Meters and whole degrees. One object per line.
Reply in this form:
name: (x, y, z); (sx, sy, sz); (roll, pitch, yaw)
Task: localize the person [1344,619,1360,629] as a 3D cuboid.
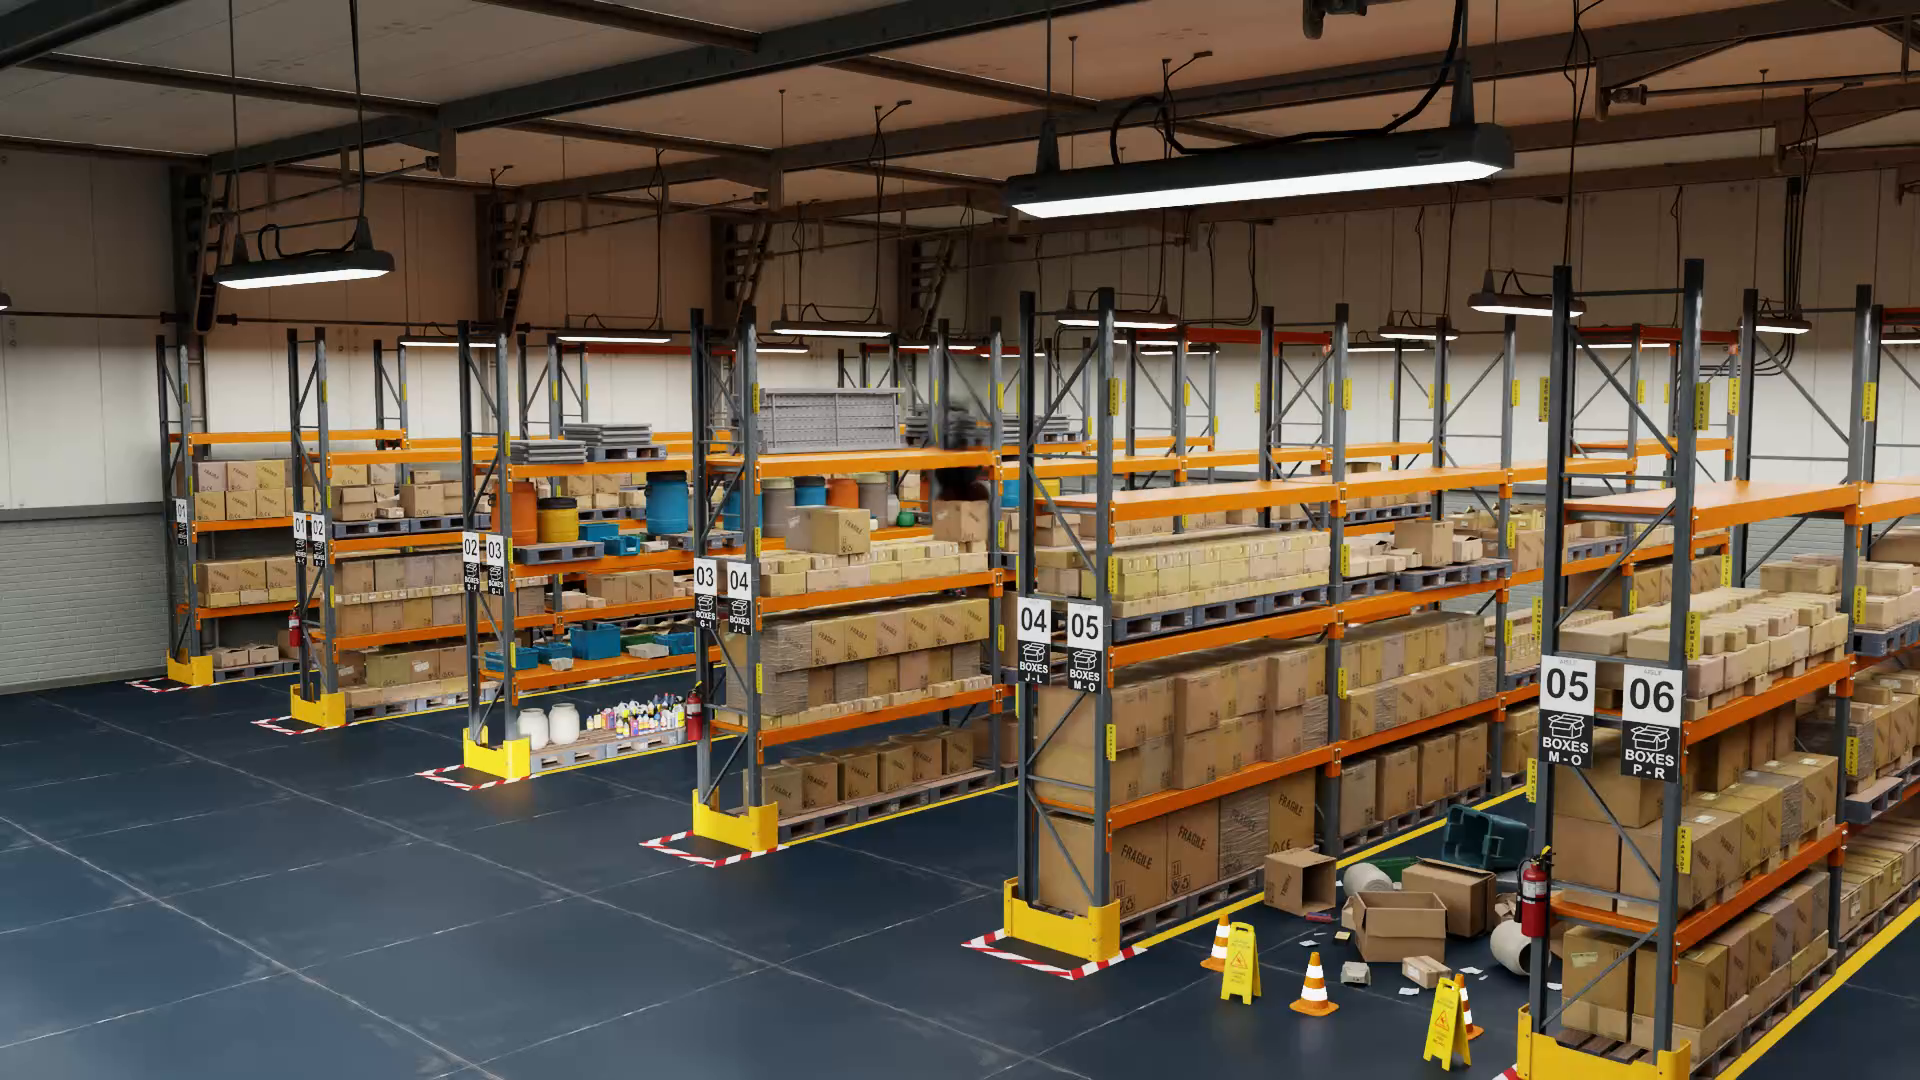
person: (5.799, 1.901, 25.164); (0.672, 1.819, 0.928); (4, 7, 39)

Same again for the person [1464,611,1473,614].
person: (7.717, 1.945, 25.192); (0.669, 1.745, 0.693); (-4, 7, -38)

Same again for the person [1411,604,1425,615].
person: (7.235, 1.844, 26.476); (0.583, 1.749, 0.793); (4, 7, 35)
